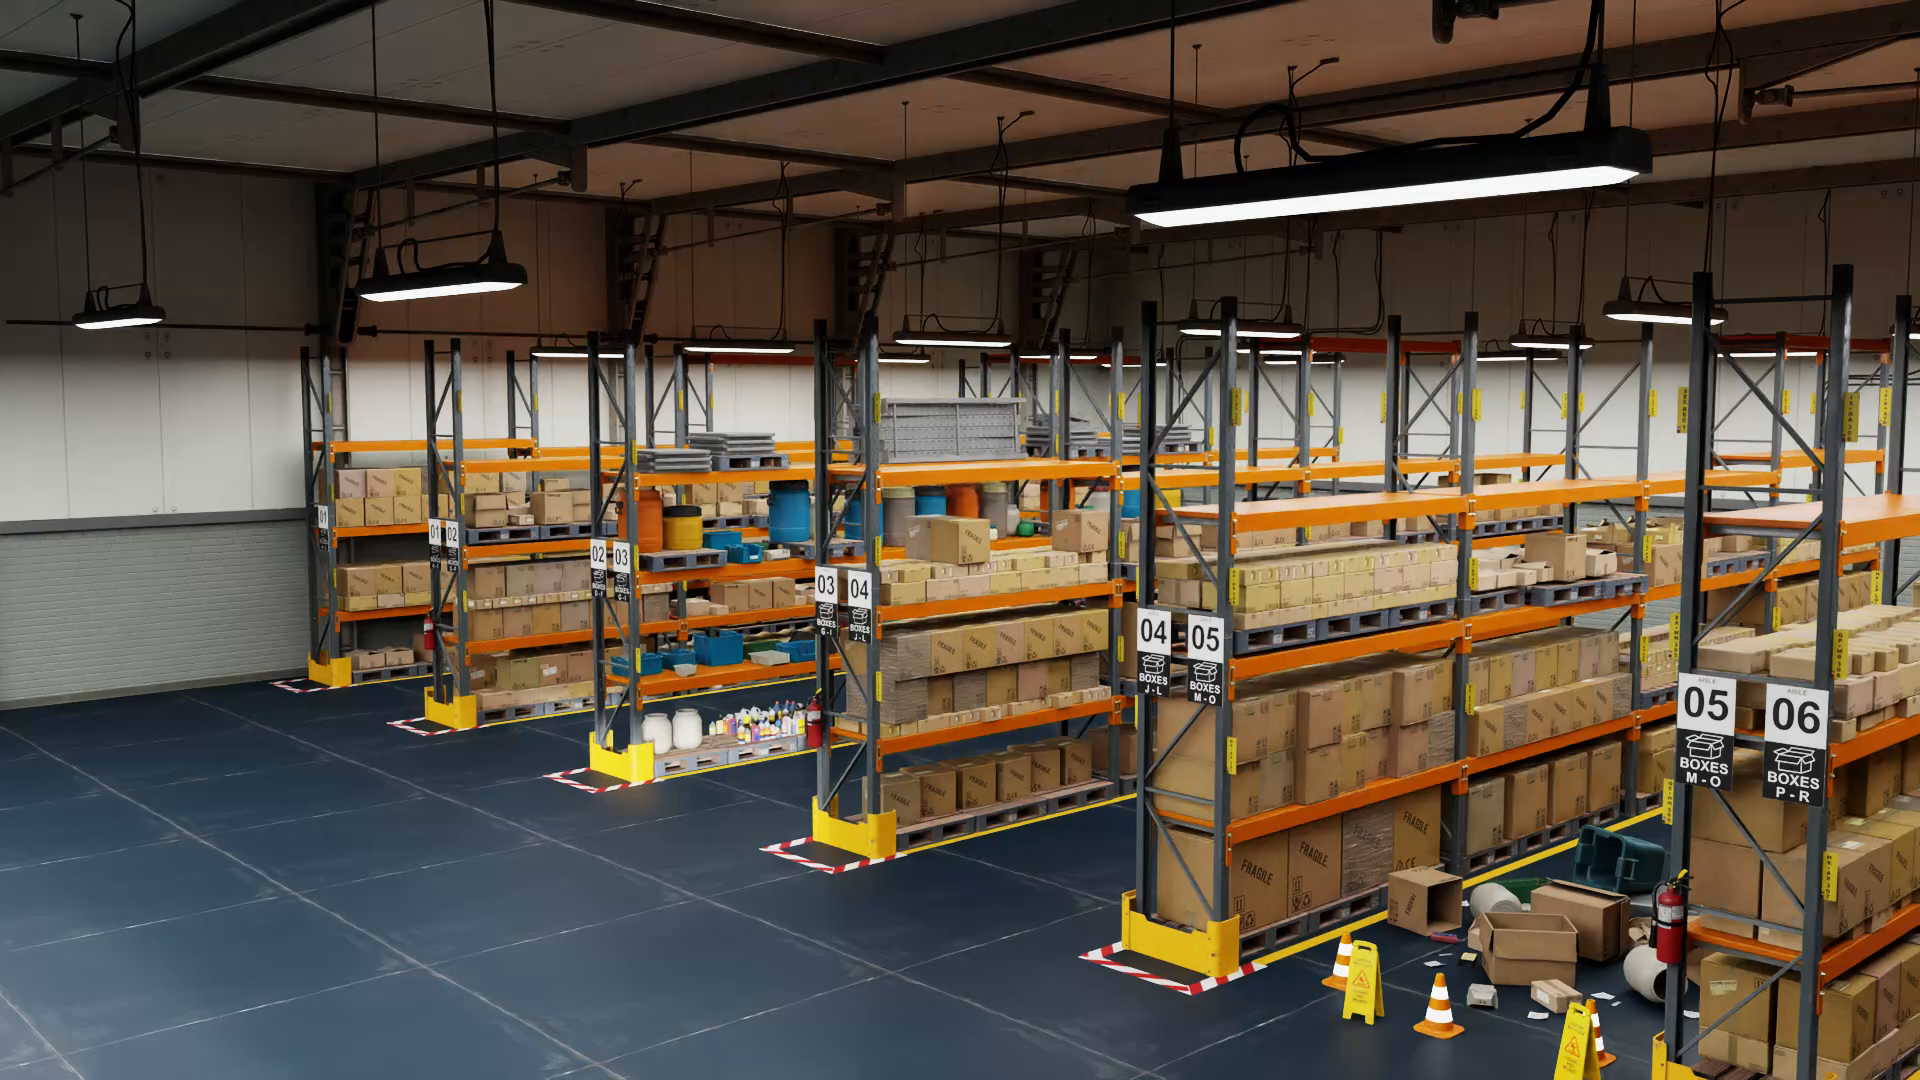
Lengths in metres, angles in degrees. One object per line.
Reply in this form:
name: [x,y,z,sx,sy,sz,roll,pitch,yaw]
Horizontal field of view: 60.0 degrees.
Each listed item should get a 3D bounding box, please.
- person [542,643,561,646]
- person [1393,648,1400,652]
person: [-7.294,1.743,29.409,0.514,1.645,1.117,3,6,29]
person: [5.965,2.238,23.177,1.103,1.718,0.579,-4,7,-41]
